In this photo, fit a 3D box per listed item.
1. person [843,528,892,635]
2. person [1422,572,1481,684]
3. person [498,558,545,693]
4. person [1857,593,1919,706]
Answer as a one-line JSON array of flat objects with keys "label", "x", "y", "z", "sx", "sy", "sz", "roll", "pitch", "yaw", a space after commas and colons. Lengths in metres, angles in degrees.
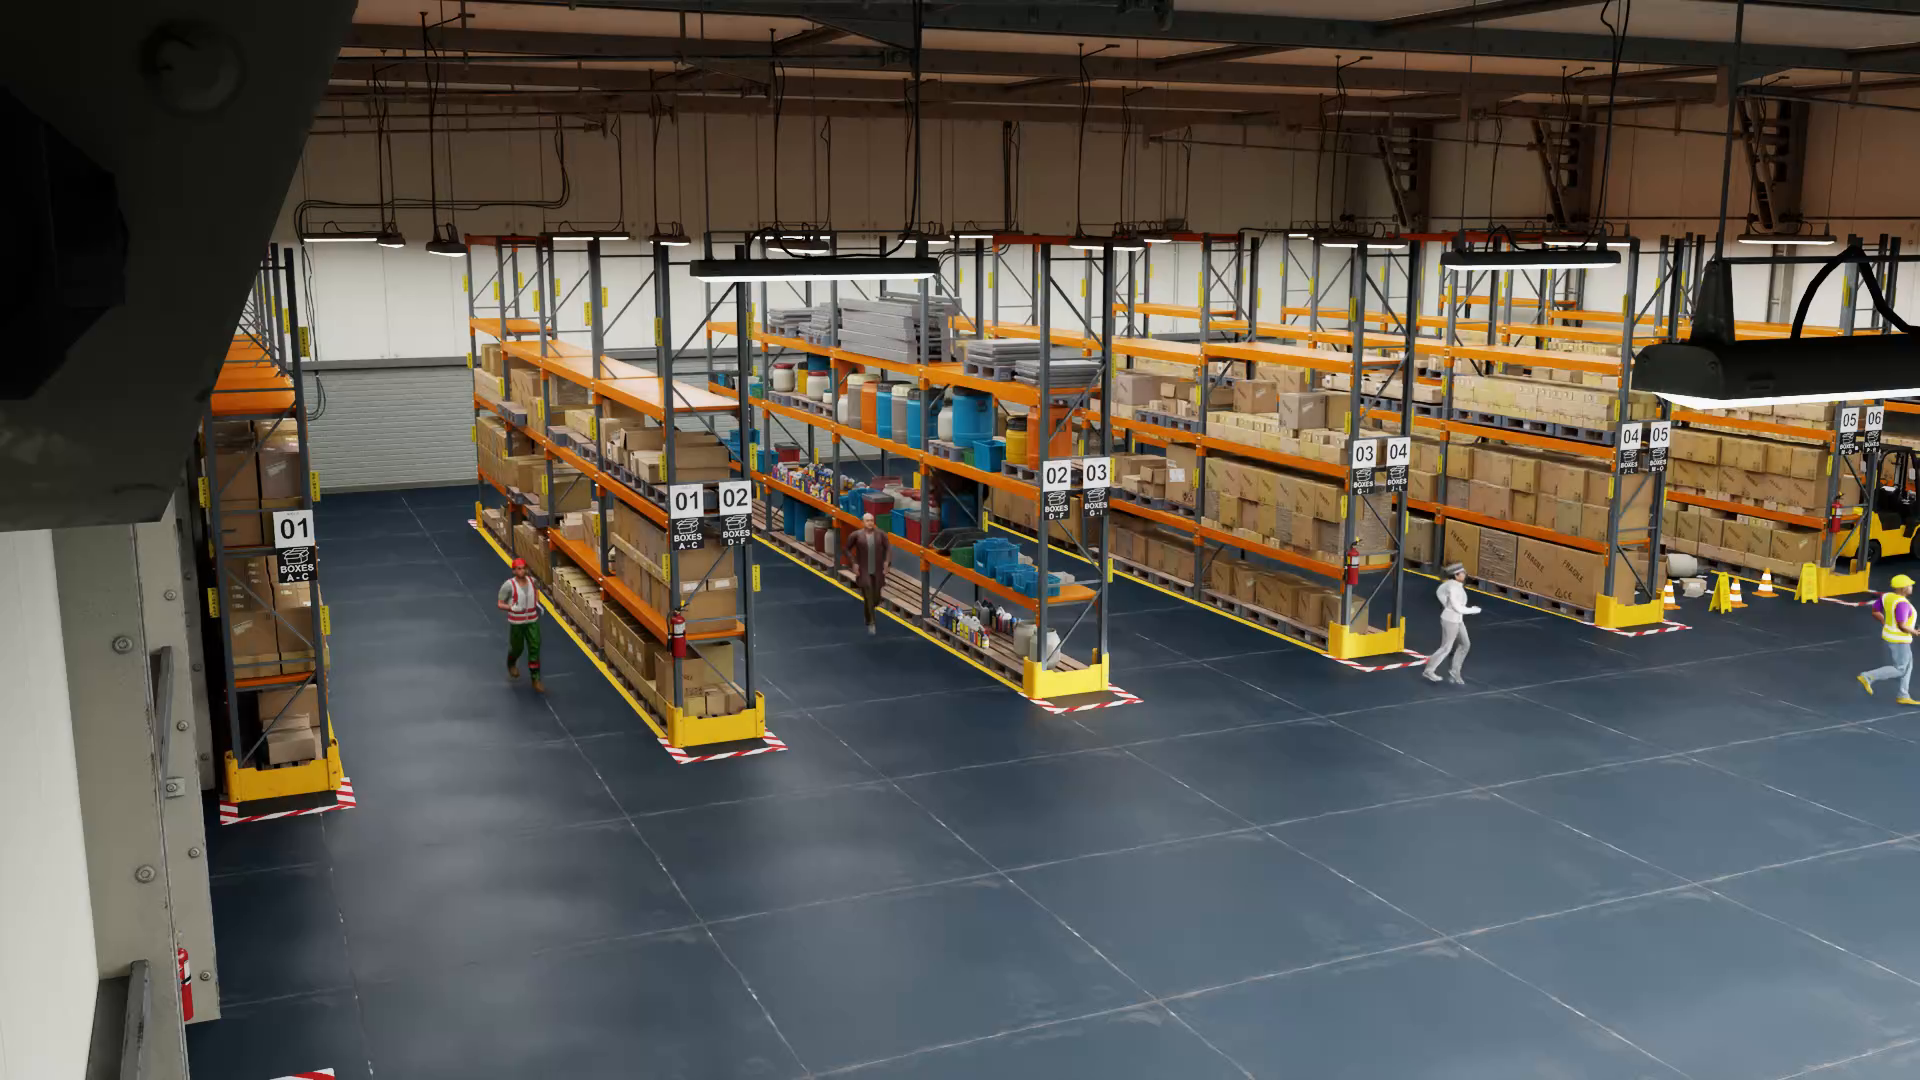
[{"label": "person", "x": -1.355, "y": 0.576, "z": 24.668, "sx": 0.731, "sy": 1.548, "sz": 0.744, "roll": -4, "pitch": 12, "yaw": -19}, {"label": "person", "x": 6.769, "y": 1.173, "z": 22.857, "sx": 0.720, "sy": 1.725, "sz": 0.501, "roll": 3, "pitch": 11, "yaw": 16}, {"label": "person", "x": -5.933, "y": 1.118, "z": 22.558, "sx": 0.656, "sy": 1.786, "sz": 0.987, "roll": -8, "pitch": 14, "yaw": -35}, {"label": "person", "x": 12.254, "y": 1.441, "z": 21.849, "sx": 0.850, "sy": 1.503, "sz": 0.675, "roll": 2, "pitch": 11, "yaw": 9}]
